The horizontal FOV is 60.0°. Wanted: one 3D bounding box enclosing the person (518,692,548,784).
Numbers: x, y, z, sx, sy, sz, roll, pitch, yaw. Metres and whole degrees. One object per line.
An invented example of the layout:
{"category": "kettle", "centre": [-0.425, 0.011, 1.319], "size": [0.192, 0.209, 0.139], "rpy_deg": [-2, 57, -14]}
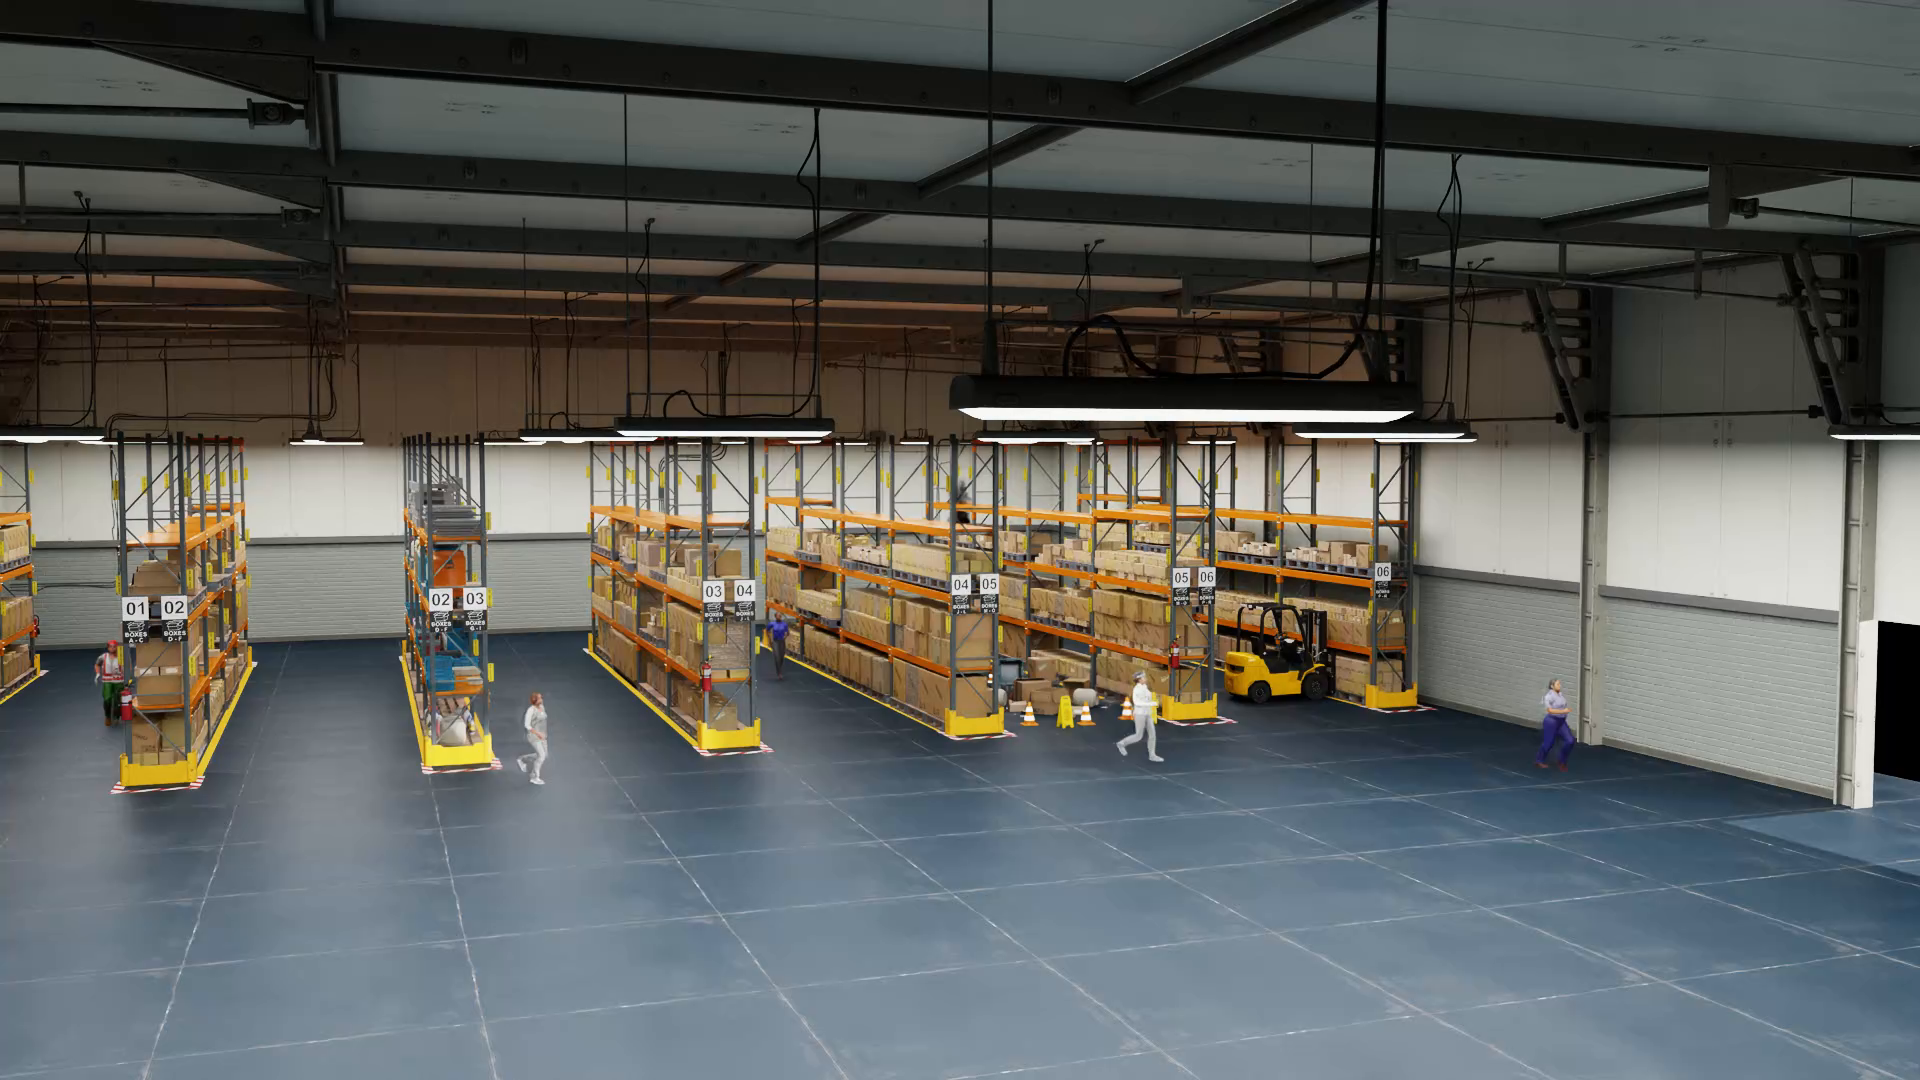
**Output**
{"category": "person", "centre": [-7.298, 3.376, 28.410], "size": [0.606, 1.578, 0.557], "rpy_deg": [1, 3, 17]}

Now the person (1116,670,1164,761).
{"category": "person", "centre": [3.304, 3.192, 30.361], "size": [0.874, 1.669, 0.619], "rpy_deg": [2, 4, 27]}

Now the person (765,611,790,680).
{"category": "person", "centre": [-4.510, 2.599, 41.331], "size": [0.591, 1.657, 0.816], "rpy_deg": [-1, 3, -22]}

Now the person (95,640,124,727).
{"category": "person", "centre": [-17.377, 2.937, 34.098], "size": [0.641, 1.775, 0.690], "rpy_deg": [-2, 4, -27]}

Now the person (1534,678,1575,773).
{"category": "person", "centre": [10.511, 3.282, 29.352], "size": [0.576, 1.694, 0.716], "rpy_deg": [-2, 4, -35]}
